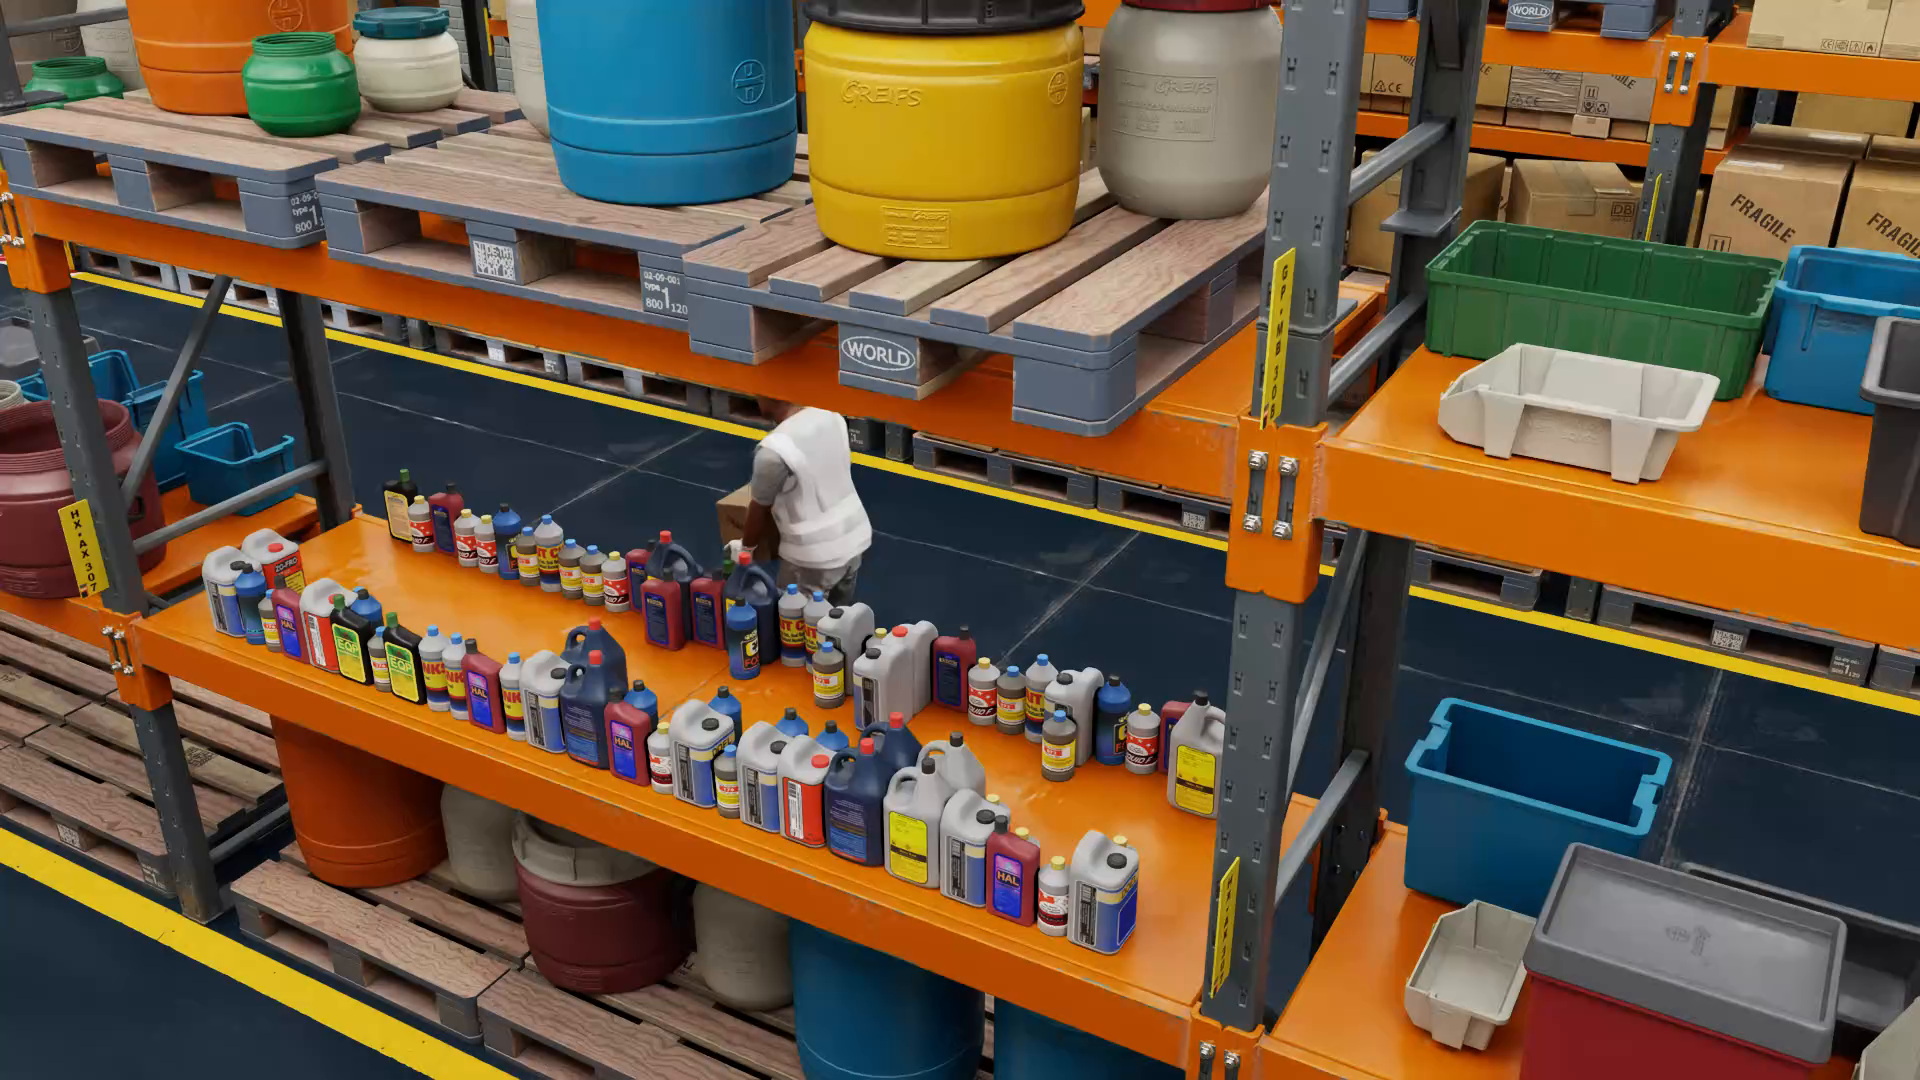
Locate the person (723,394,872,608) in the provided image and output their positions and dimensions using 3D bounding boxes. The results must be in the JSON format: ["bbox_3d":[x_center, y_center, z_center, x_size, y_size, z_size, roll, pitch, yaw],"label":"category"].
[{"bbox_3d":[-0.692,0.030,7.058,0.603,1.758,0.490,14,30,27],"label":"person"}]
